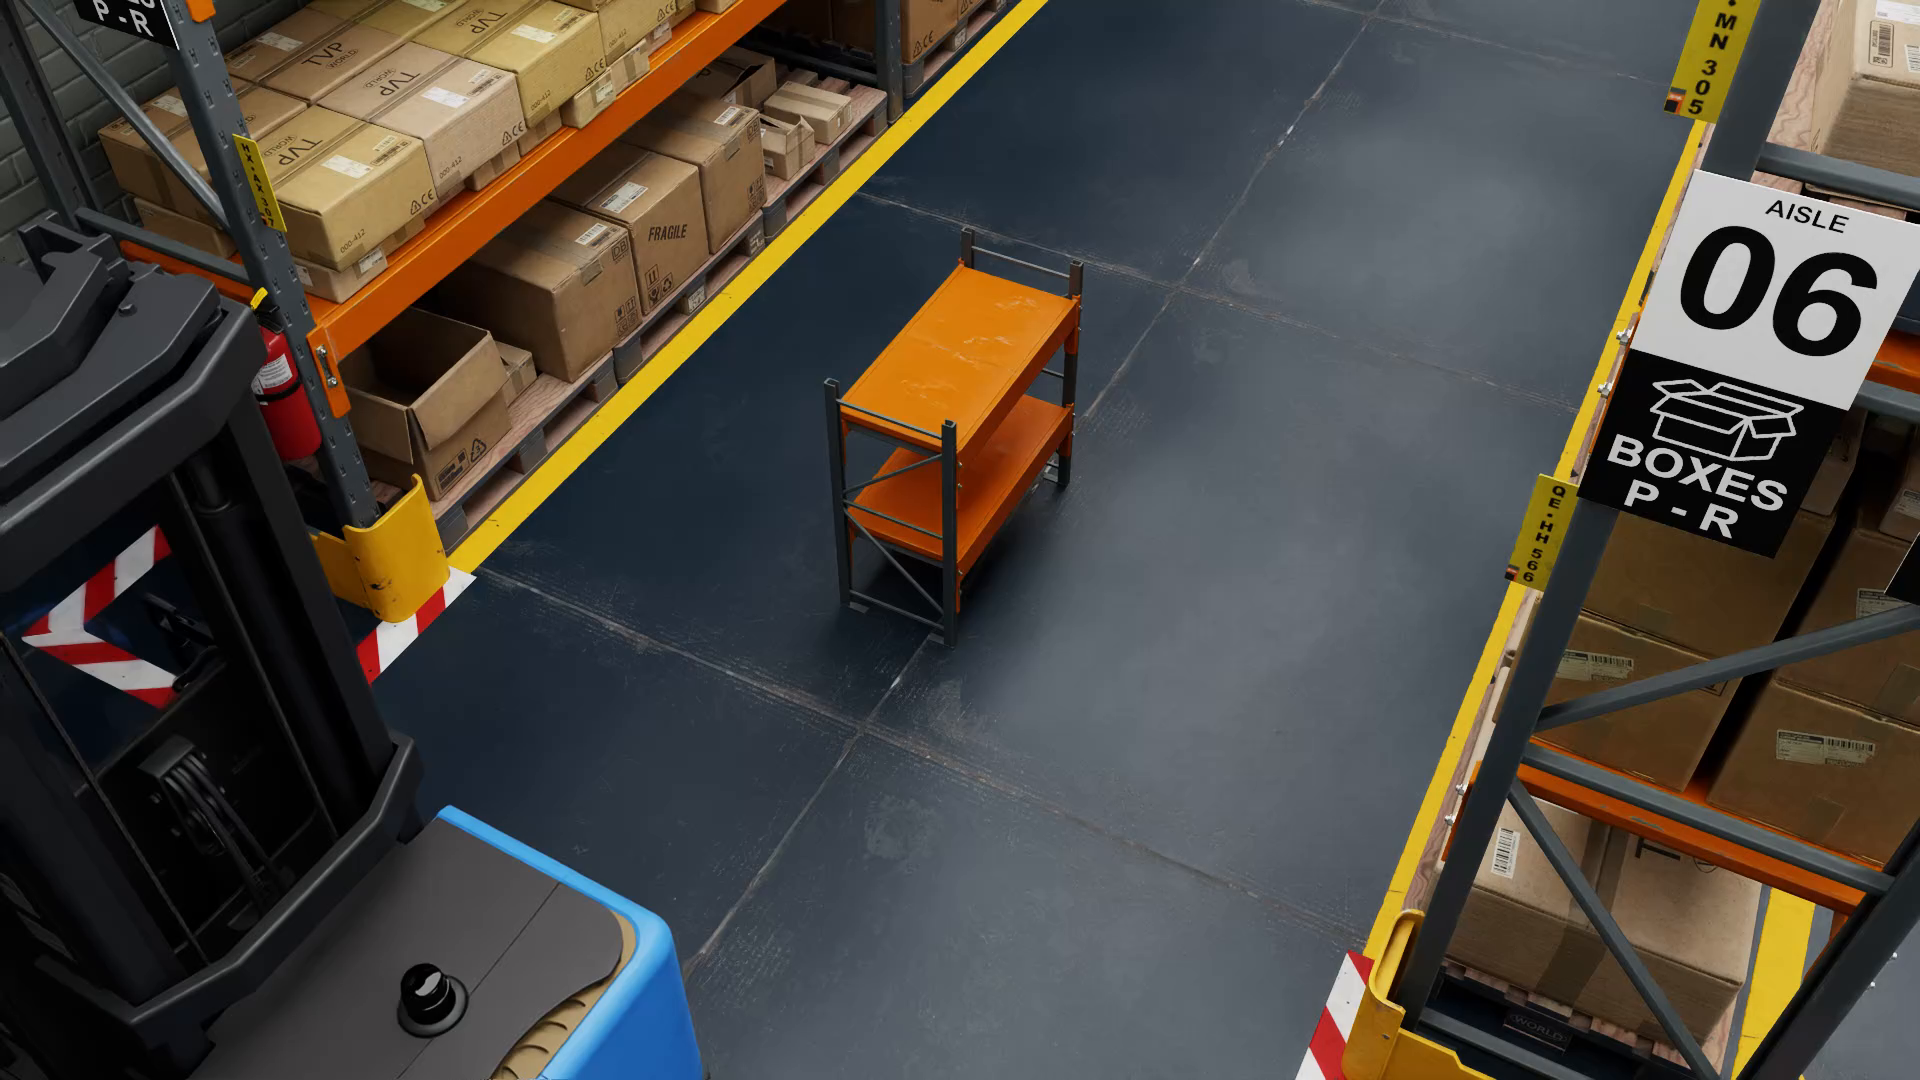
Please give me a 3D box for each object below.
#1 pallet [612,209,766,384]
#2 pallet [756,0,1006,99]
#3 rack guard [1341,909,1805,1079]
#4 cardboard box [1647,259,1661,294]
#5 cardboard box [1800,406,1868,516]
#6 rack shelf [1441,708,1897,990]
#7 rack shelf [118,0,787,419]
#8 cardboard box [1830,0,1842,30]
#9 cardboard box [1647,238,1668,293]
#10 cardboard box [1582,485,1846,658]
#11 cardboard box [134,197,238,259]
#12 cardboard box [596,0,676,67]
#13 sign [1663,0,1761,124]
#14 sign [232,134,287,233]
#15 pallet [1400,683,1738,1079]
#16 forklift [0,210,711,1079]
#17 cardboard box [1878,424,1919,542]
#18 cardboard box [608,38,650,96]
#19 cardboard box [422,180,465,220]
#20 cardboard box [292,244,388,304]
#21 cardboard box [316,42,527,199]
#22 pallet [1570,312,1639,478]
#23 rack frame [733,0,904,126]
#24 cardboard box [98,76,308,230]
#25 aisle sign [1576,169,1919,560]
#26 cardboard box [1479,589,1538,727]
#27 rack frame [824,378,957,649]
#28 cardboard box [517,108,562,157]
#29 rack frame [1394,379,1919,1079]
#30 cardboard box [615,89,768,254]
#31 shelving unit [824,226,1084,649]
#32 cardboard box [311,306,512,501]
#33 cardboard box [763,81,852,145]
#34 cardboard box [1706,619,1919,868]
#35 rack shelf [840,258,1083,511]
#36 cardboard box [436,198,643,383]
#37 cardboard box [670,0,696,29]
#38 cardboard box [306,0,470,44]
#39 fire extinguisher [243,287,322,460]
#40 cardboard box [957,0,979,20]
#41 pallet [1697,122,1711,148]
[{"bbox_3d":[-1.663,-1.305,7.892,1.003,0.211,1.213,20,49,19],"label":"pallet"},{"bbox_3d":[-0.434,-3.034,9.600,1.003,0.211,1.213,20,49,19],"label":"pallet"},{"bbox_3d":[1.752,1.561,4.856,1.175,0.500,0.348,20,49,19],"label":"rack guard"},{"bbox_3d":[2.457,-0.727,5.290,0.500,0.500,0.500,22,49,20],"label":"cardboard box"},{"bbox_3d":[1.752,-0.240,3.649,0.380,0.149,0.250,21,49,20],"label":"cardboard box"},{"bbox_3d":[2.691,-0.340,5.483,1.077,0.370,4.000,20,49,19],"label":"rack shelf"},{"bbox_3d":[-1.707,-1.976,7.100,1.077,0.370,4.000,20,49,19],"label":"rack shelf"},{"bbox_3d":[2.016,-1.086,3.416,0.380,0.149,0.250,17,48,16],"label":"cardboard box"},{"bbox_3d":[3.233,-0.740,6.878,0.875,0.438,0.875,20,49,19],"label":"cardboard box"},{"bbox_3d":[1.776,-0.102,3.968,0.500,0.500,0.500,22,49,20],"label":"cardboard box"},{"bbox_3d":[-2.719,-1.178,5.982,0.380,0.149,0.250,20,49,19],"label":"cardboard box"},{"bbox_3d":[-1.501,-2.185,6.697,0.500,0.250,0.500,19,48,18],"label":"cardboard box"},{"bbox_3d":[1.289,-0.859,2.814,0.100,0.325,0.005,20,49,19],"label":"sign"},{"bbox_3d":[-2.155,-1.095,5.114,0.100,0.325,0.005,20,49,19],"label":"sign"},{"bbox_3d":[2.065,1.118,5.497,1.003,0.211,1.213,20,49,19],"label":"pallet"},{"bbox_3d":[-2.262,0.498,4.197,3.031,2.935,1.130,22,49,20],"label":"forklift"},{"bbox_3d":[2.173,-0.080,3.491,0.380,0.149,0.250,21,49,20],"label":"cardboard box"},{"bbox_3d":[-1.493,-1.965,6.760,0.380,0.149,0.250,22,49,20],"label":"cardboard box"},{"bbox_3d":[-2.071,-1.350,6.152,0.380,0.149,0.250,20,49,19],"label":"cardboard box"},{"bbox_3d":[-2.240,-0.998,5.804,0.380,0.149,0.250,20,49,19],"label":"cardboard box"},{"bbox_3d":[-1.952,-1.536,6.055,0.500,0.250,0.500,21,49,19],"label":"cardboard box"},{"bbox_3d":[3.197,-0.419,7.016,1.003,0.211,1.213,20,49,19],"label":"pallet"},{"bbox_3d":[-0.778,-3.489,8.090,1.000,3.000,0.127,20,49,19],"label":"rack frame"},{"bbox_3d":[-2.657,-1.399,5.920,0.500,0.250,0.500,22,49,20],"label":"cardboard box"},{"bbox_3d":[1.455,-0.304,3.113,0.394,0.787,0.004,20,49,19],"label":"aisle sign"},{"bbox_3d":[2.398,0.392,5.760,0.875,0.438,0.875,22,49,20],"label":"cardboard box"},{"bbox_3d":[-0.239,-0.071,6.029,0.500,1.125,0.032,20,49,19],"label":"rack frame"},{"bbox_3d":[-1.781,-1.658,6.457,0.380,0.149,0.250,21,49,20],"label":"cardboard box"},{"bbox_3d":[1.763,0.667,3.982,1.000,3.000,0.127,20,49,19],"label":"rack frame"},{"bbox_3d":[-1.354,-1.772,7.855,0.700,0.500,0.500,19,48,18],"label":"cardboard box"},{"bbox_3d":[-0.003,-0.391,6.346,0.538,1.125,1.048,20,49,19],"label":"shelving unit"},{"bbox_3d":[-2.267,-0.594,6.688,0.797,0.503,0.637,19,48,18],"label":"cardboard box"},{"bbox_3d":[-0.777,-2.187,8.511,0.380,0.149,0.250,19,48,18],"label":"cardboard box"},{"bbox_3d":[2.240,0.424,4.151,0.500,0.500,0.500,20,49,19],"label":"cardboard box"},{"bbox_3d":[-0.003,-0.597,6.138,0.538,0.278,1.000,20,49,19],"label":"rack shelf"},{"bbox_3d":[-1.836,-1.118,7.208,0.700,0.500,0.500,22,49,21],"label":"cardboard box"},{"bbox_3d":[-1.362,-2.322,7.112,0.380,0.149,0.250,21,49,20],"label":"cardboard box"},{"bbox_3d":[-2.182,-2.033,6.547,0.500,0.250,0.500,22,49,20],"label":"cardboard box"},{"bbox_3d":[-2.294,-0.566,5.517,0.296,0.674,0.183,20,49,19],"label":"fire extinguisher"},{"bbox_3d":[-0.116,-3.327,9.392,0.500,0.500,0.500,20,49,19],"label":"cardboard box"},{"bbox_3d":[4.476,-2.155,8.731,1.003,0.211,1.213,20,49,19],"label":"pallet"}]
